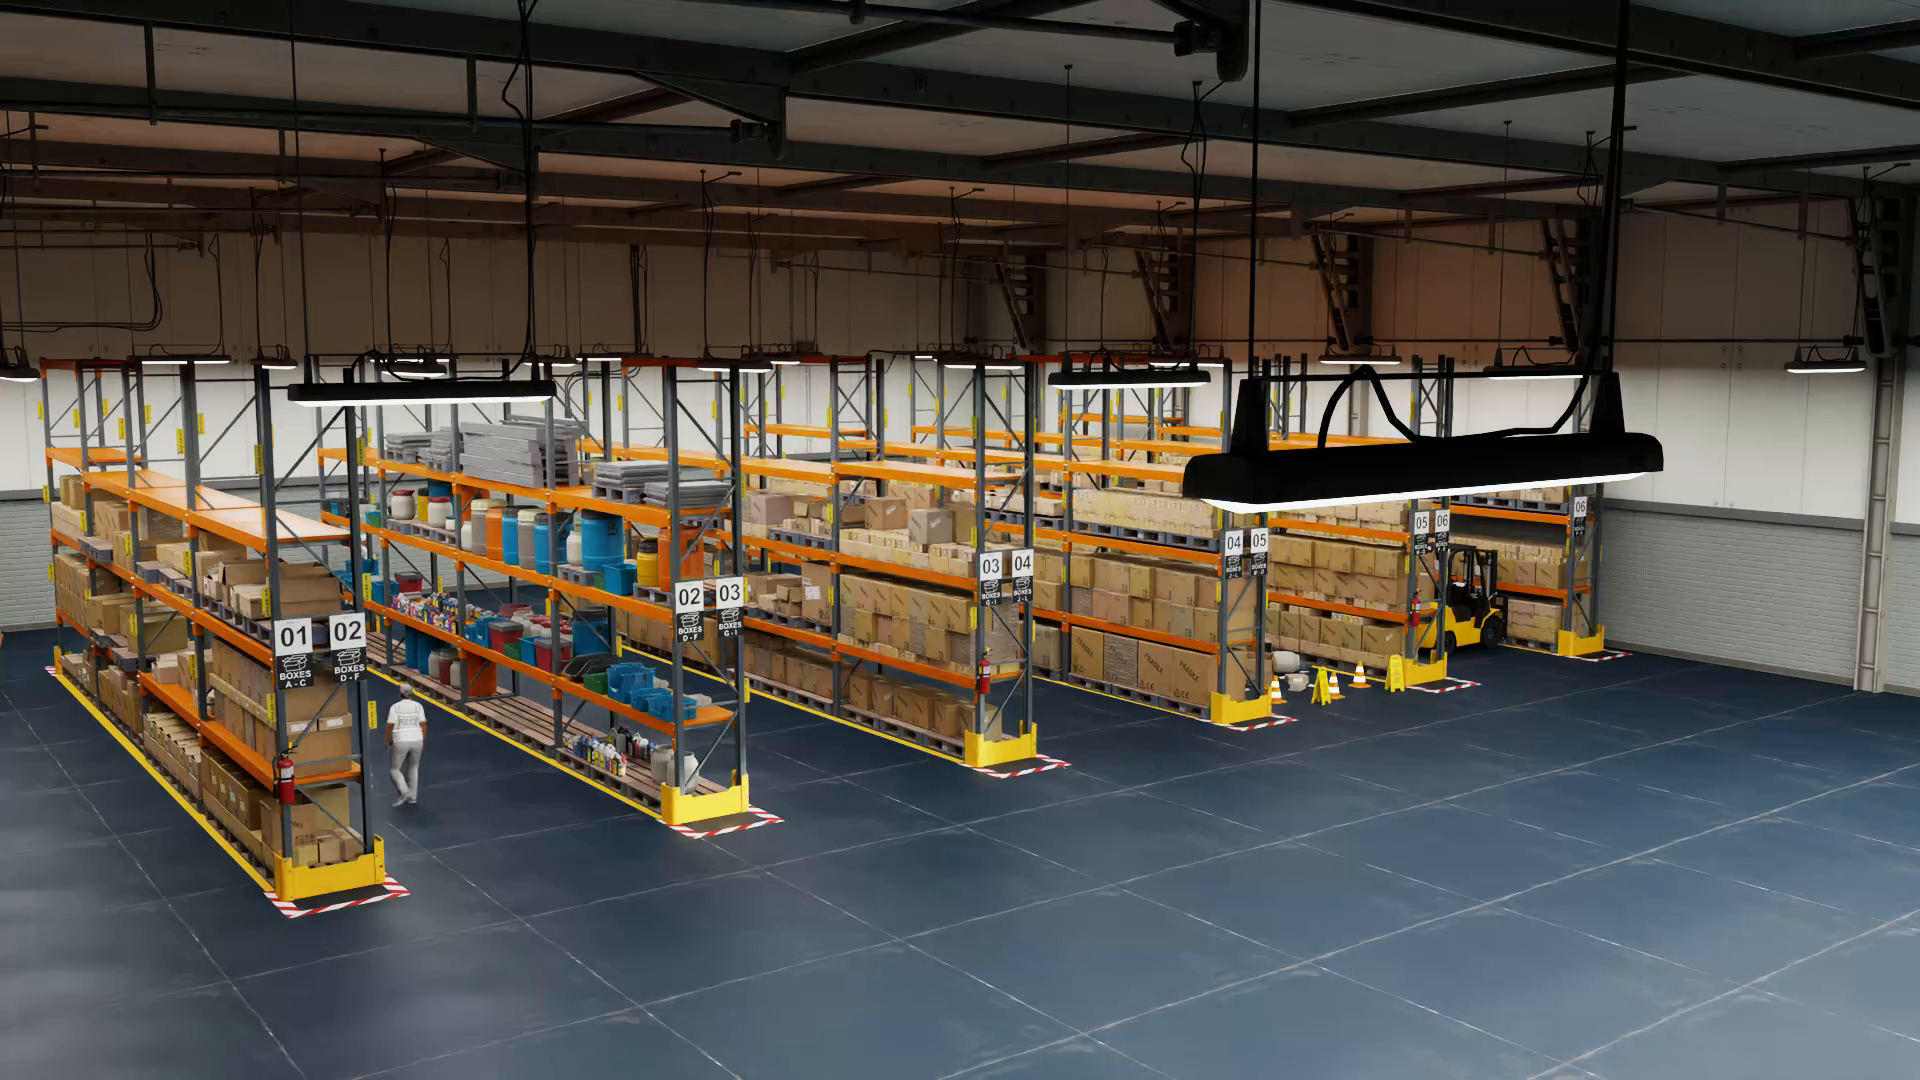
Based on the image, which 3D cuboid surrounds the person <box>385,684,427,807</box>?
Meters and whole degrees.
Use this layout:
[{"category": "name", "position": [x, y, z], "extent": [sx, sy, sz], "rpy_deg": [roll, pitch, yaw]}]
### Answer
[{"category": "person", "position": [-7.545, 2.806, 22.689], "extent": [0.567, 1.638, 0.696], "rpy_deg": [-5, 8, -35]}]

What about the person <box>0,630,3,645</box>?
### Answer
[{"category": "person", "position": [-17.054, 2.062, 29.110], "extent": [0.558, 1.578, 0.690], "rpy_deg": [-4, 8, -27]}]

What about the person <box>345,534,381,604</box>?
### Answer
[{"category": "person", "position": [-14.086, 0.717, 39.568], "extent": [1.077, 1.743, 0.524], "rpy_deg": [-3, 7, -21]}]
